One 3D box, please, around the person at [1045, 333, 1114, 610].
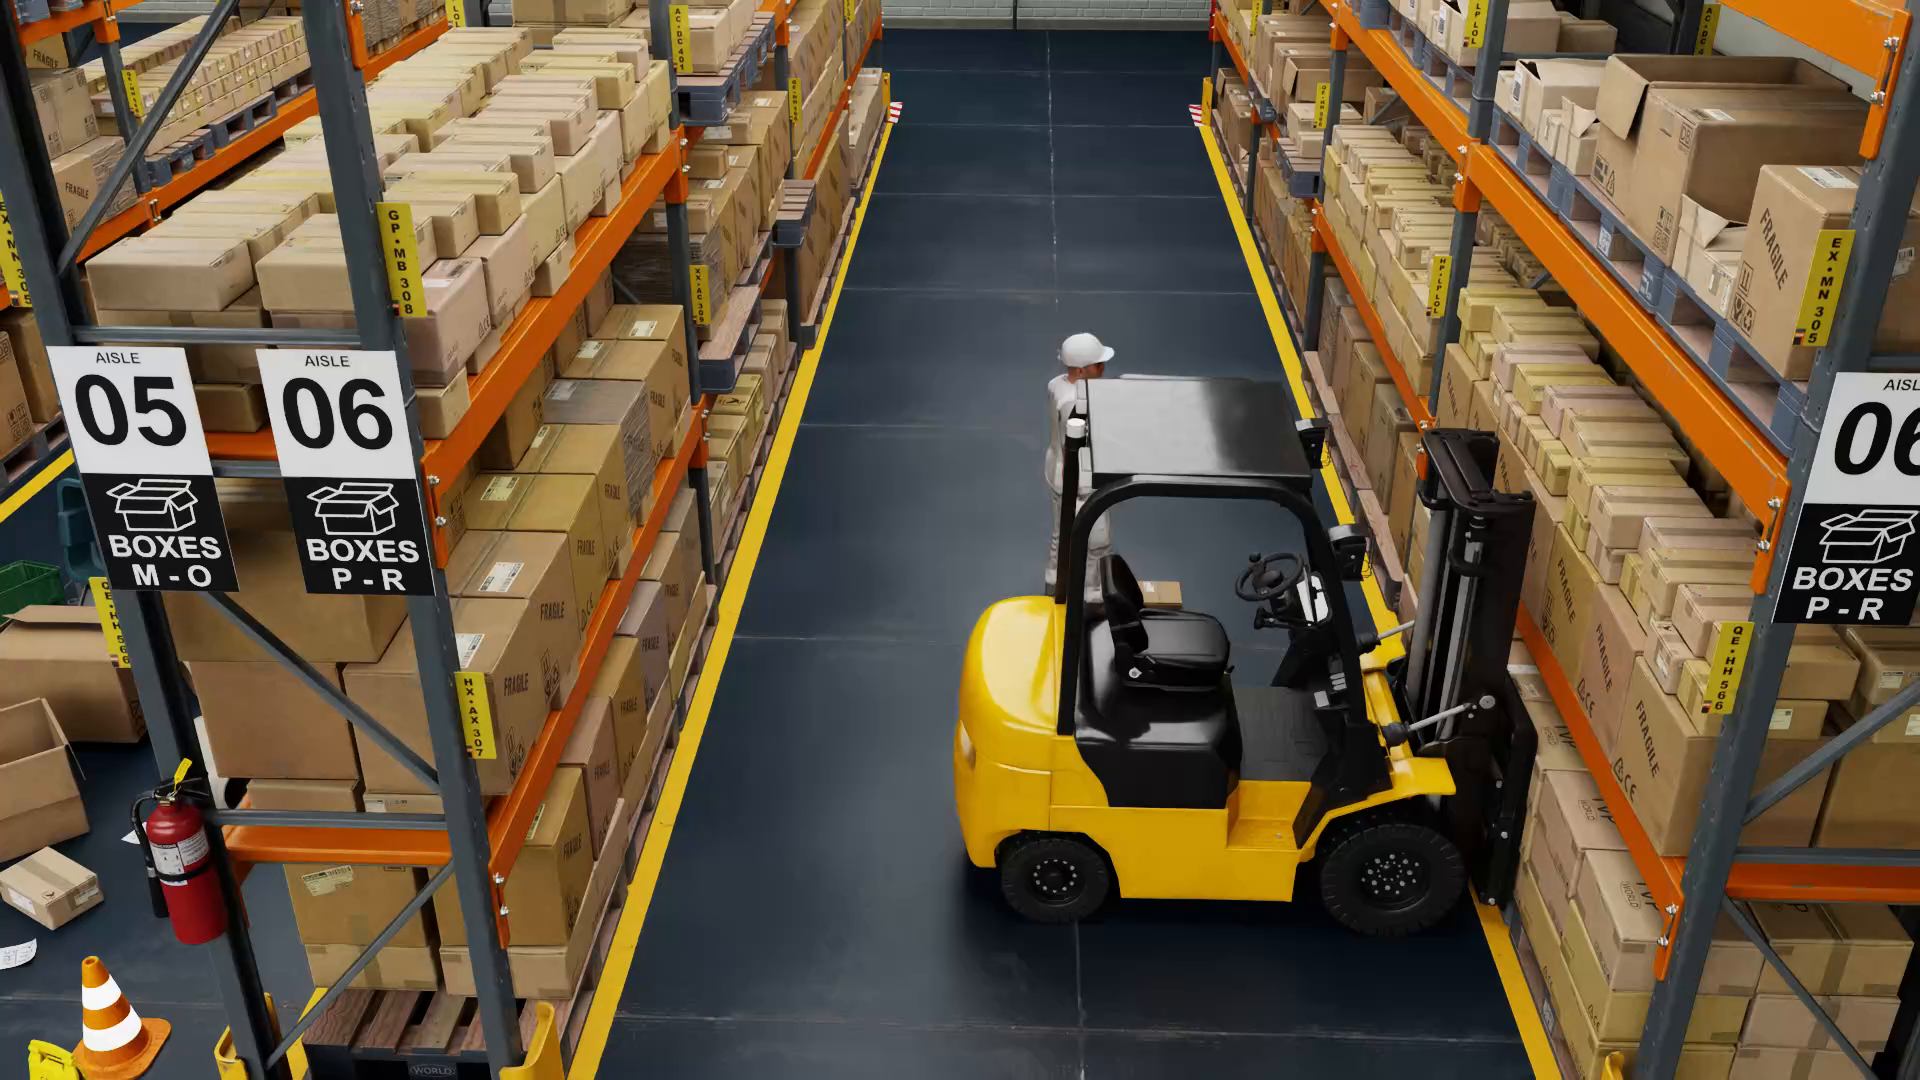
[{"bbox_3d":[0.713,-0.299,9.175,0.485,1.819,0.576,-5,28,-9],"label":"person"}]
